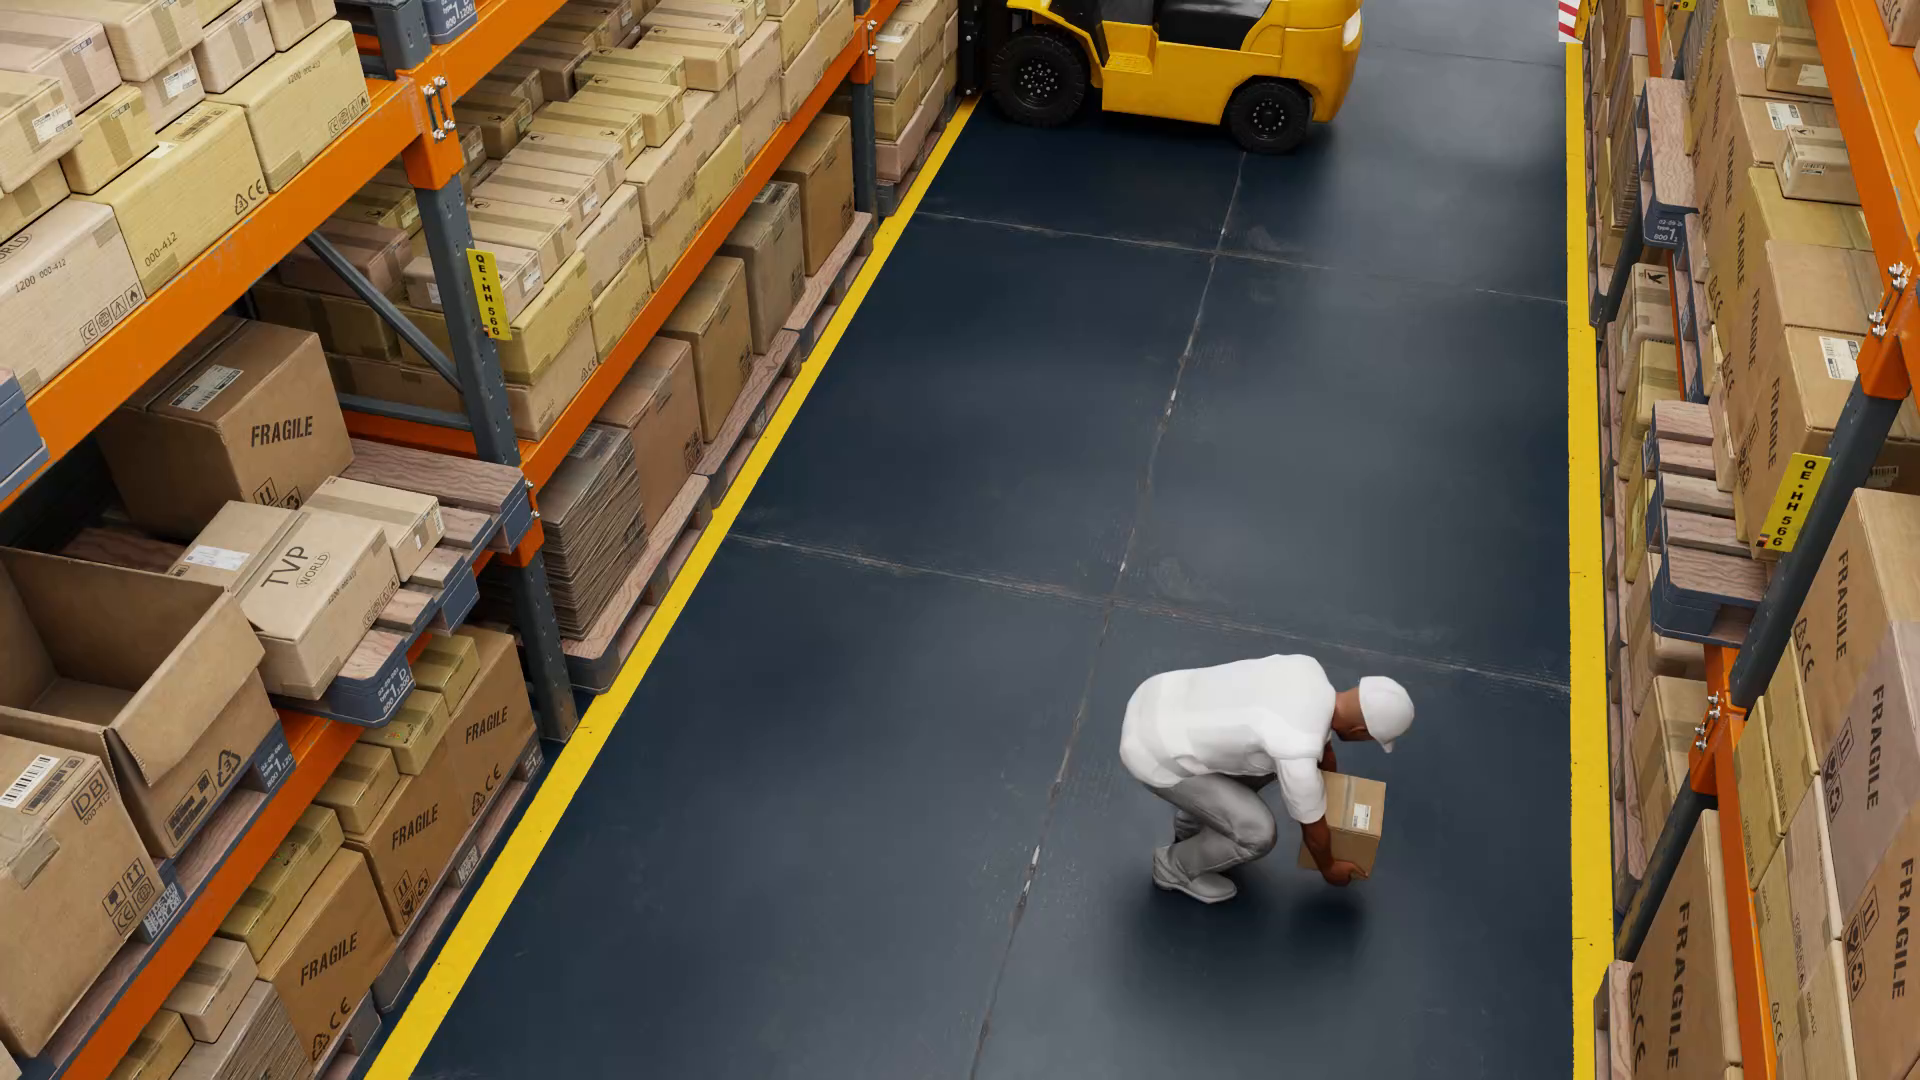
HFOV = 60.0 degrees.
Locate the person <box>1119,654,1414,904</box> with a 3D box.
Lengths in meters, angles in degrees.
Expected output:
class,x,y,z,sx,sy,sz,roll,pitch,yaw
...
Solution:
class,x,y,z,sx,sy,sz,roll,pitch,yaw
person,1.029,0.804,5.789,0.946,1.009,0.529,9,42,10
